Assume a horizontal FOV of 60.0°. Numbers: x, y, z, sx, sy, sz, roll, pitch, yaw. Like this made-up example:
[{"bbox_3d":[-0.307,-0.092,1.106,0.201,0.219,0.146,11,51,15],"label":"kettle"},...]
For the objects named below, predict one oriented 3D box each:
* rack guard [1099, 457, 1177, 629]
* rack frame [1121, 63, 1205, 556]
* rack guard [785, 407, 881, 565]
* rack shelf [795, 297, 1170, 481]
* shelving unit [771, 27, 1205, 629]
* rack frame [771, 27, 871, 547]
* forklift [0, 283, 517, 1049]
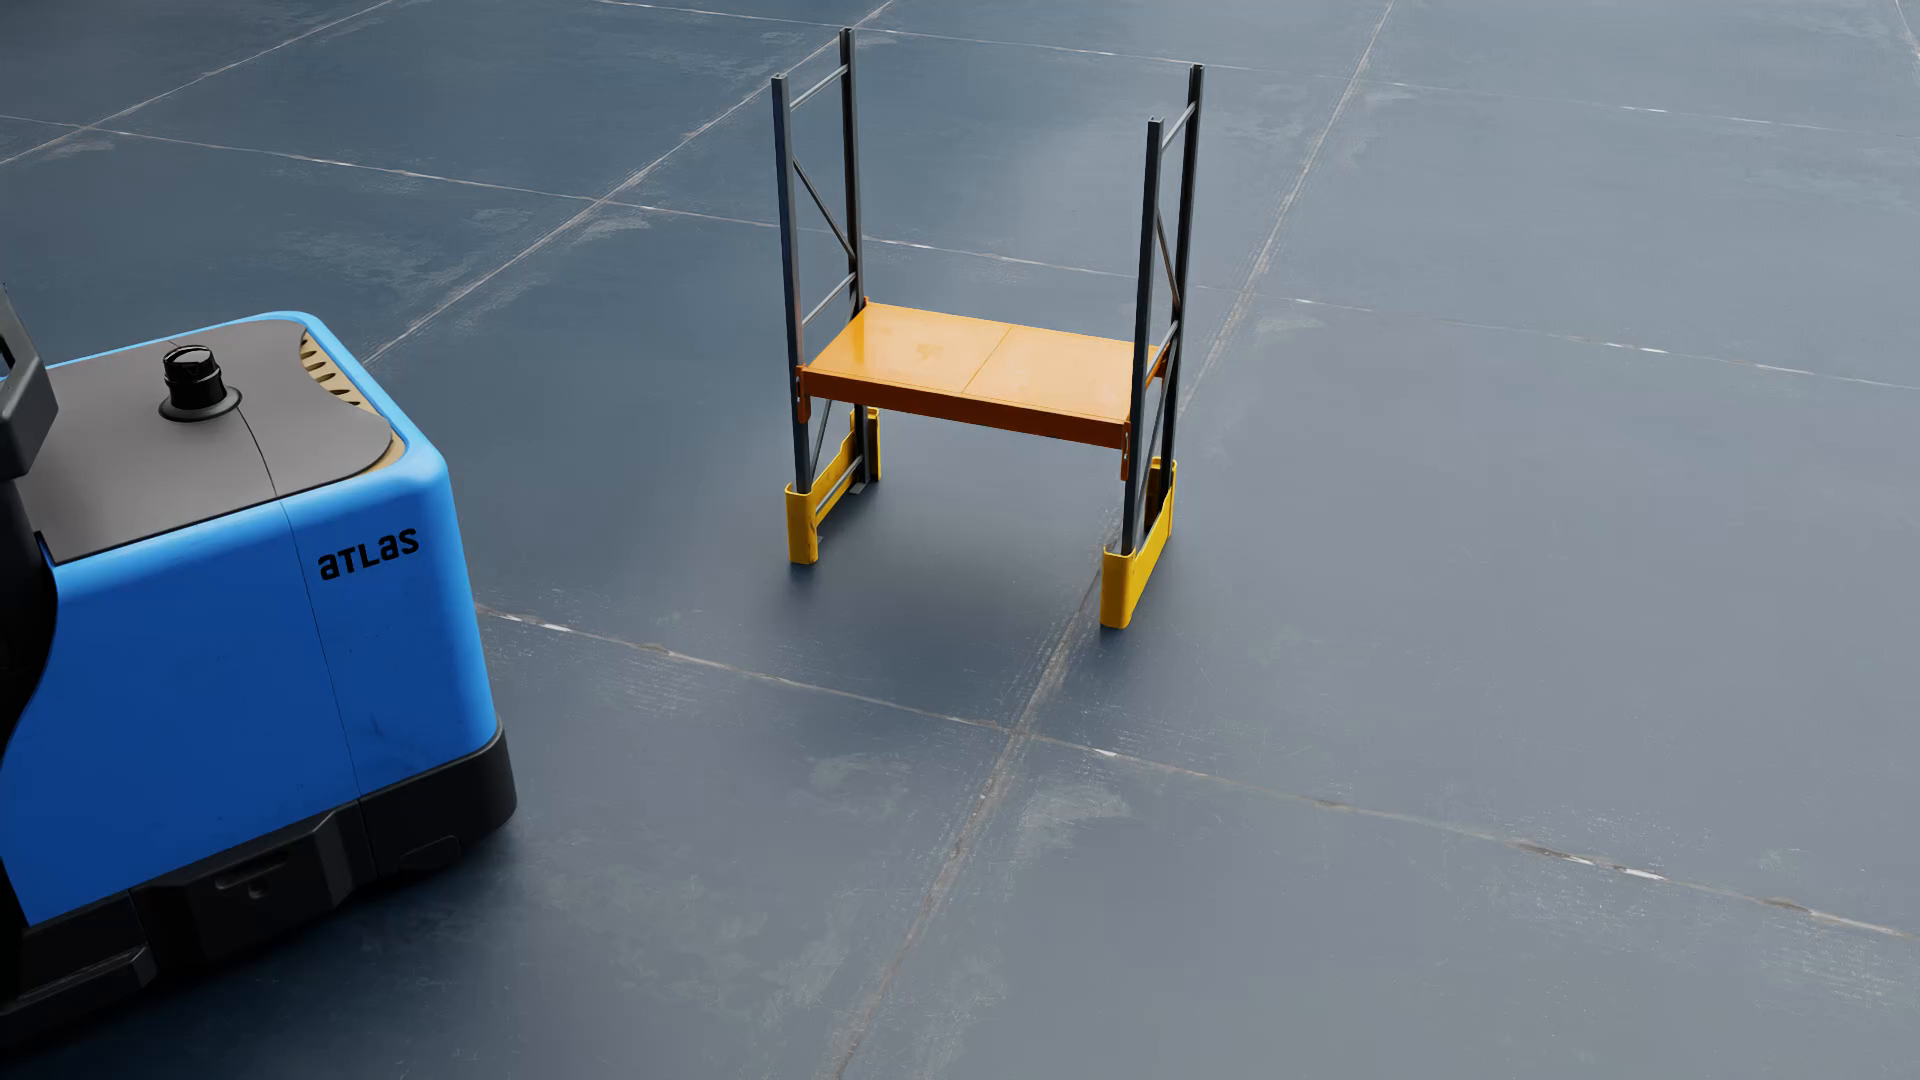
[{"bbox_3d":[0.541,0.000,5.019,0.087,0.250,0.587,11,34,16],"label":"rack guard"},{"bbox_3d":[0.559,-0.521,4.675,0.032,1.500,0.500,11,34,16],"label":"rack frame"},{"bbox_3d":[-0.397,-0.182,5.302,0.087,0.250,0.587,11,34,16],"label":"rack guard"},{"bbox_3d":[0.080,-0.463,4.917,1.000,0.185,0.538,11,34,16],"label":"rack shelf"},{"bbox_3d":[0.072,-0.616,4.822,1.083,1.500,0.587,11,34,16],"label":"shelving unit"},{"bbox_3d":[-0.398,-0.708,4.963,0.032,1.500,0.500,11,34,16],"label":"rack frame"},{"bbox_3d":[-2.589,-0.253,2.939,3.031,2.935,1.130,-21,38,-29],"label":"forklift"}]
